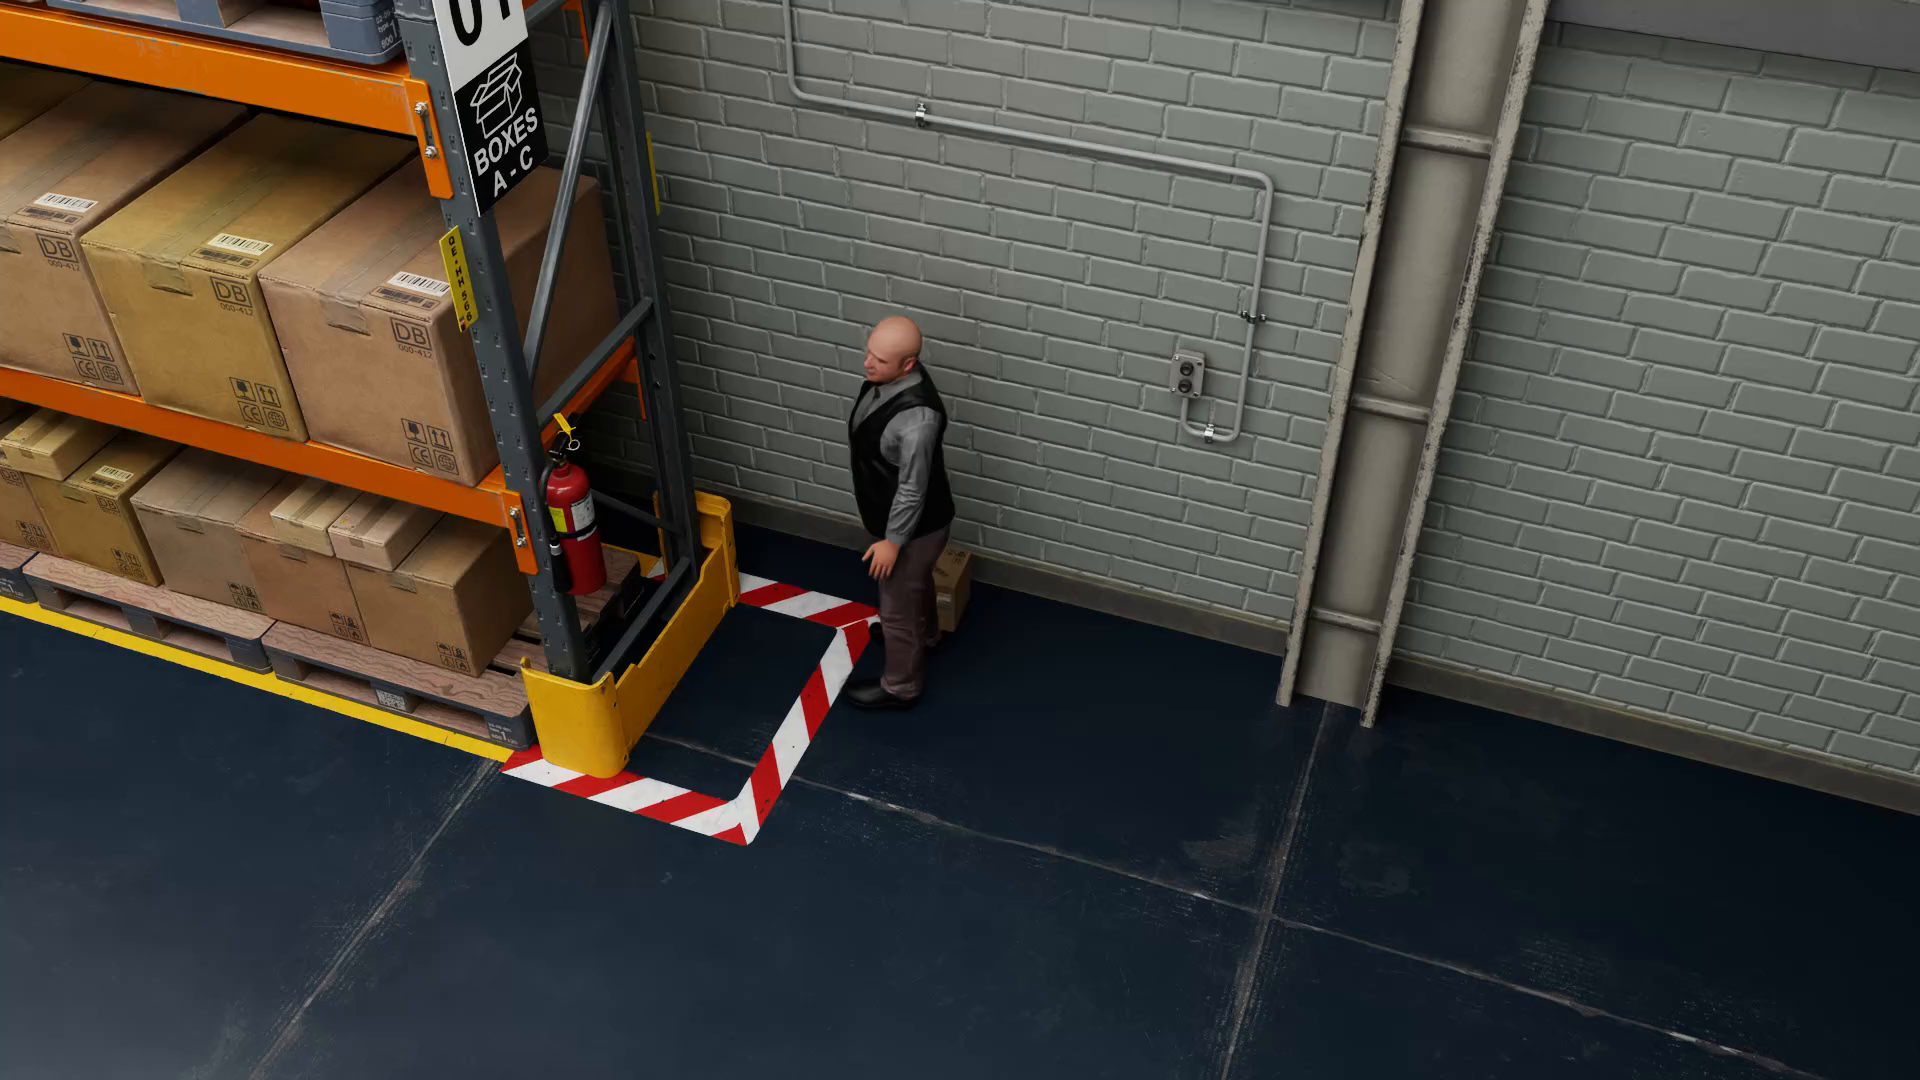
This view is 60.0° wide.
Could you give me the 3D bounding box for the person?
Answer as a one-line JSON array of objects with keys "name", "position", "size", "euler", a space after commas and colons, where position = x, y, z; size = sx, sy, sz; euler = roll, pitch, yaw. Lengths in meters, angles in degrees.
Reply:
[{"name": "person", "position": [-0.268, -0.064, 6.284], "size": [0.462, 1.631, 0.567], "euler": [-7, 42, -8]}]
